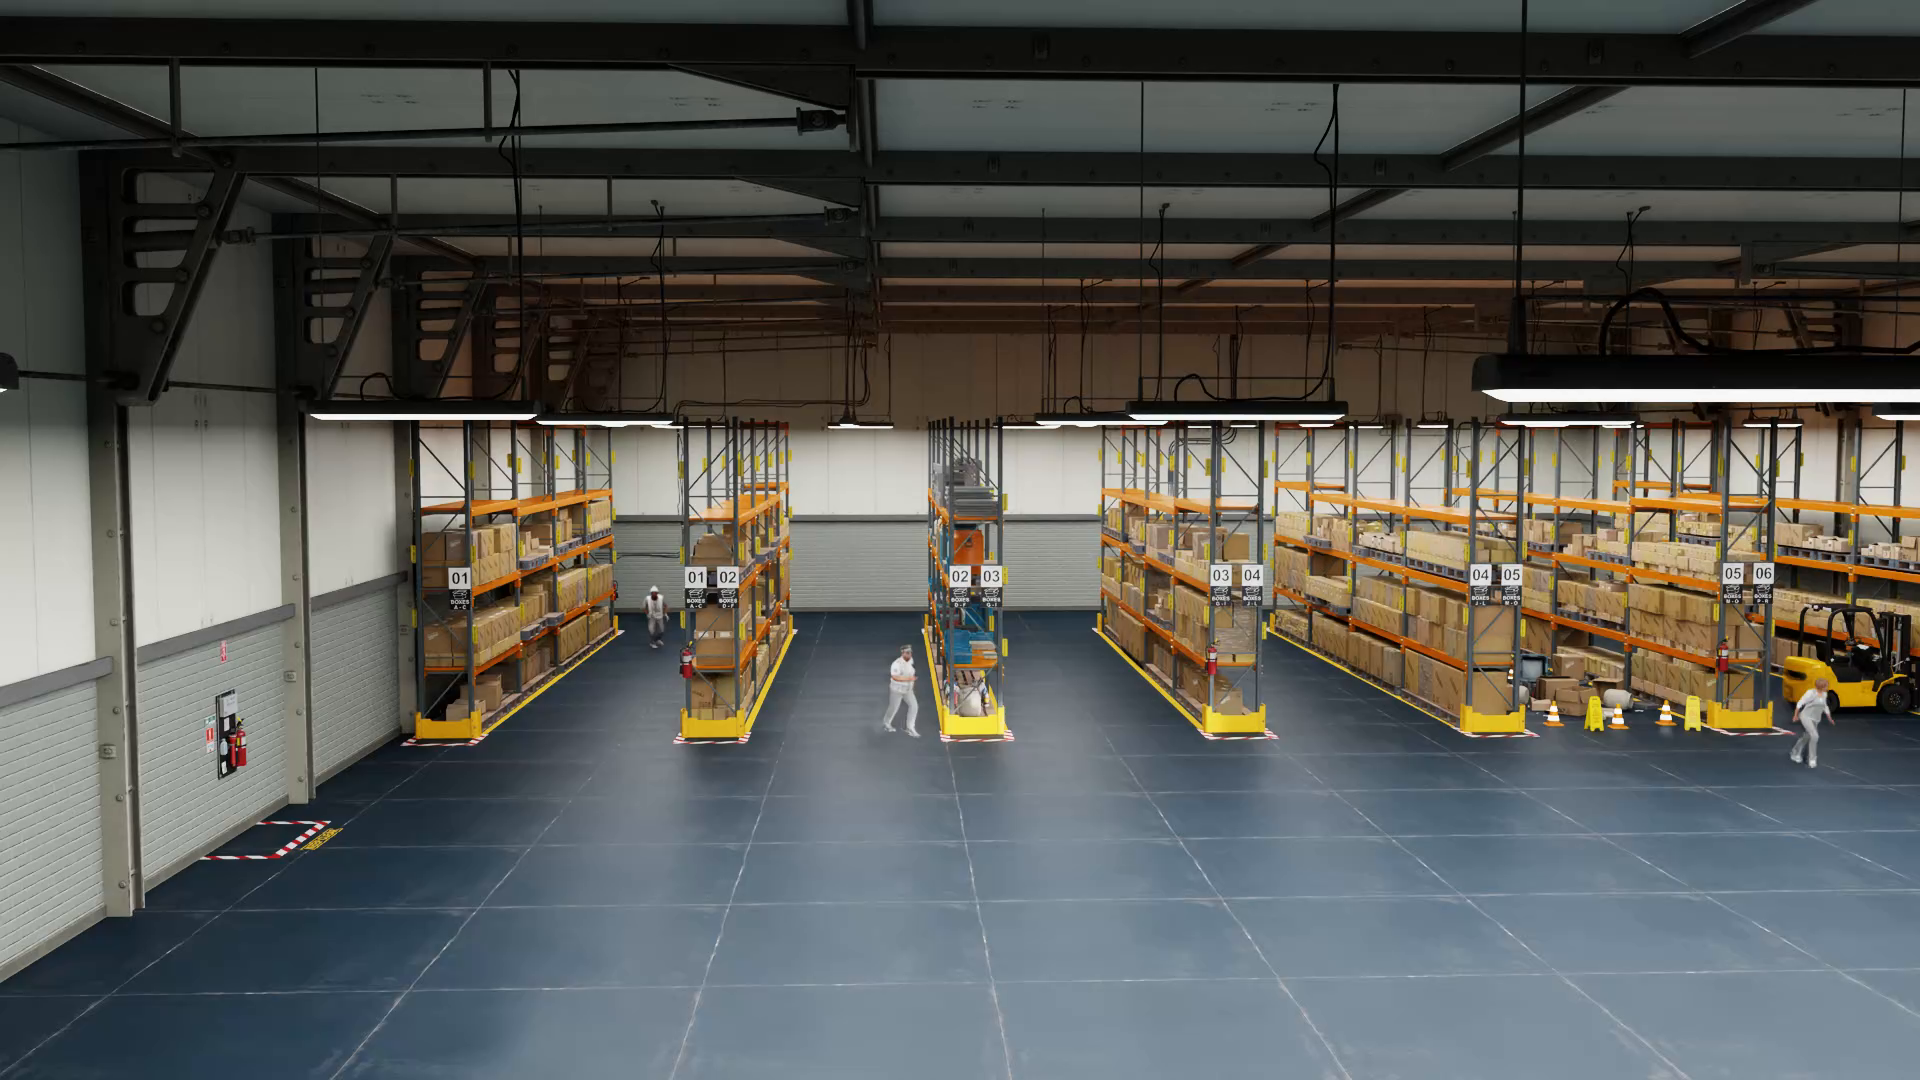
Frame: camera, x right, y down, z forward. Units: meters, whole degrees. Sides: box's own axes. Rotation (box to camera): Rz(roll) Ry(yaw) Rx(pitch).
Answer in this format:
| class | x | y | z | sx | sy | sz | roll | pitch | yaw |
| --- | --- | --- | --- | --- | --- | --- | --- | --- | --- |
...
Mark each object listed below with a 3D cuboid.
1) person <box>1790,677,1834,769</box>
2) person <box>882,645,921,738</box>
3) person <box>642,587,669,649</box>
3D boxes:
| class | x | y | z | sx | sy | sz | roll | pitch | yaw |
| --- | --- | --- | --- | --- | --- | --- | --- | --- | --- |
| person | 14.575 | 3.098 | 28.541 | 0.524 | 1.536 | 0.728 | -1 | 4 | -21 |
| person | -1.106 | 2.828 | 31.225 | 0.669 | 1.771 | 0.963 | -4 | 5 | -44 |
| person | -8.012 | 2.042 | 43.714 | 0.683 | 1.667 | 0.784 | -1 | 4 | -18 |
